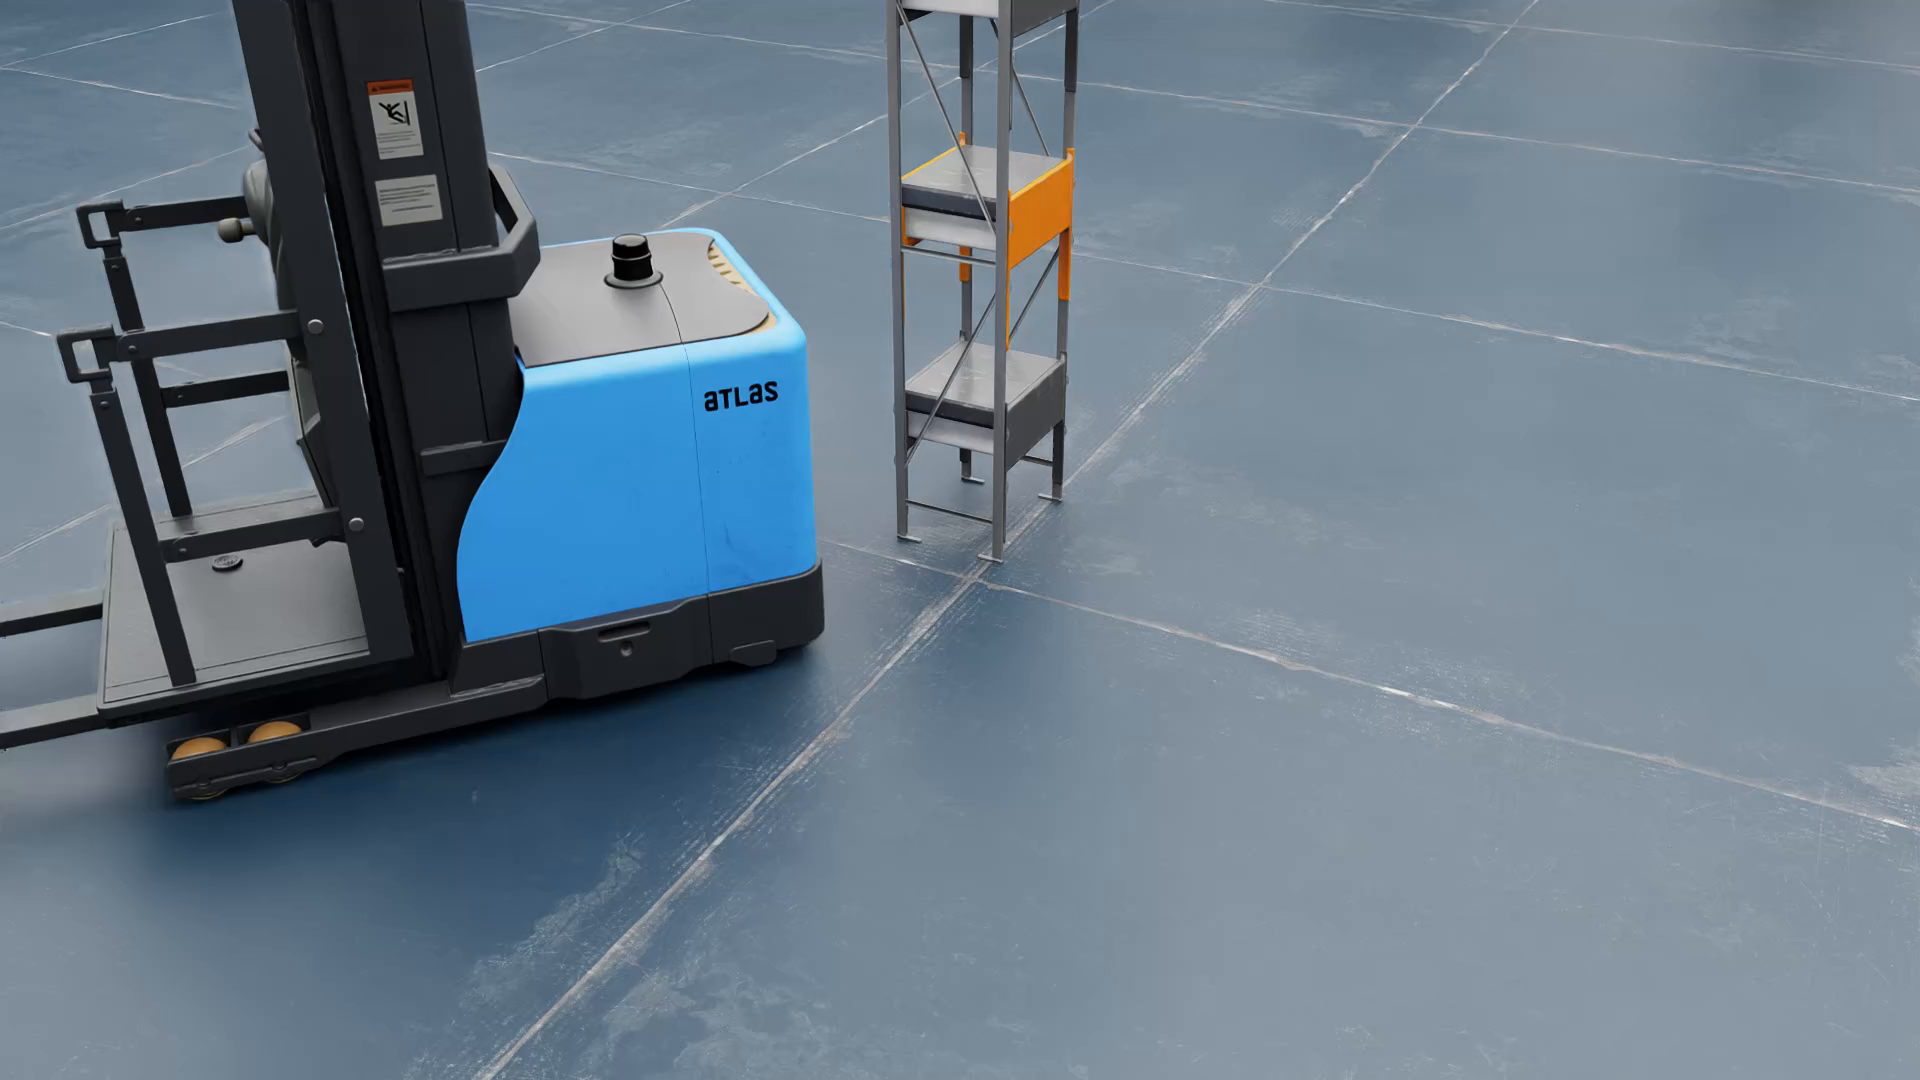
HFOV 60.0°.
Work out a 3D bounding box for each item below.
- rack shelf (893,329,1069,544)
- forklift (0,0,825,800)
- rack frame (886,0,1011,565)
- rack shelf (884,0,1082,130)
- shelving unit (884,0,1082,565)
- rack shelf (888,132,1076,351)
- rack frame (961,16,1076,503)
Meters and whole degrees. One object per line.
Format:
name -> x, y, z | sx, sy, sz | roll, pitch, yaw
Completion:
rack shelf -> 0.075, -0.365, 5.710 | 0.431, 0.518, 0.480 | 14, 33, 23
forklift -> -1.985, -0.864, 4.311 | 3.031, 2.935, 1.130 | -12, 32, -19
rack frame -> -0.036, -0.876, 5.167 | 0.400, 2.100, 0.015 | 14, 33, 23
rack shelf -> 0.075, -1.579, 5.013 | 0.431, 0.518, 0.480 | 14, 33, 23
shelving unit -> 0.075, -0.984, 5.355 | 0.431, 2.100, 0.503 | 14, 33, 23
rack shelf -> 0.075, -0.972, 5.362 | 0.431, 0.518, 0.480 | 14, 33, 23
rack frame -> 0.187, -1.092, 5.543 | 0.400, 2.100, 0.015 | 14, 33, 23
